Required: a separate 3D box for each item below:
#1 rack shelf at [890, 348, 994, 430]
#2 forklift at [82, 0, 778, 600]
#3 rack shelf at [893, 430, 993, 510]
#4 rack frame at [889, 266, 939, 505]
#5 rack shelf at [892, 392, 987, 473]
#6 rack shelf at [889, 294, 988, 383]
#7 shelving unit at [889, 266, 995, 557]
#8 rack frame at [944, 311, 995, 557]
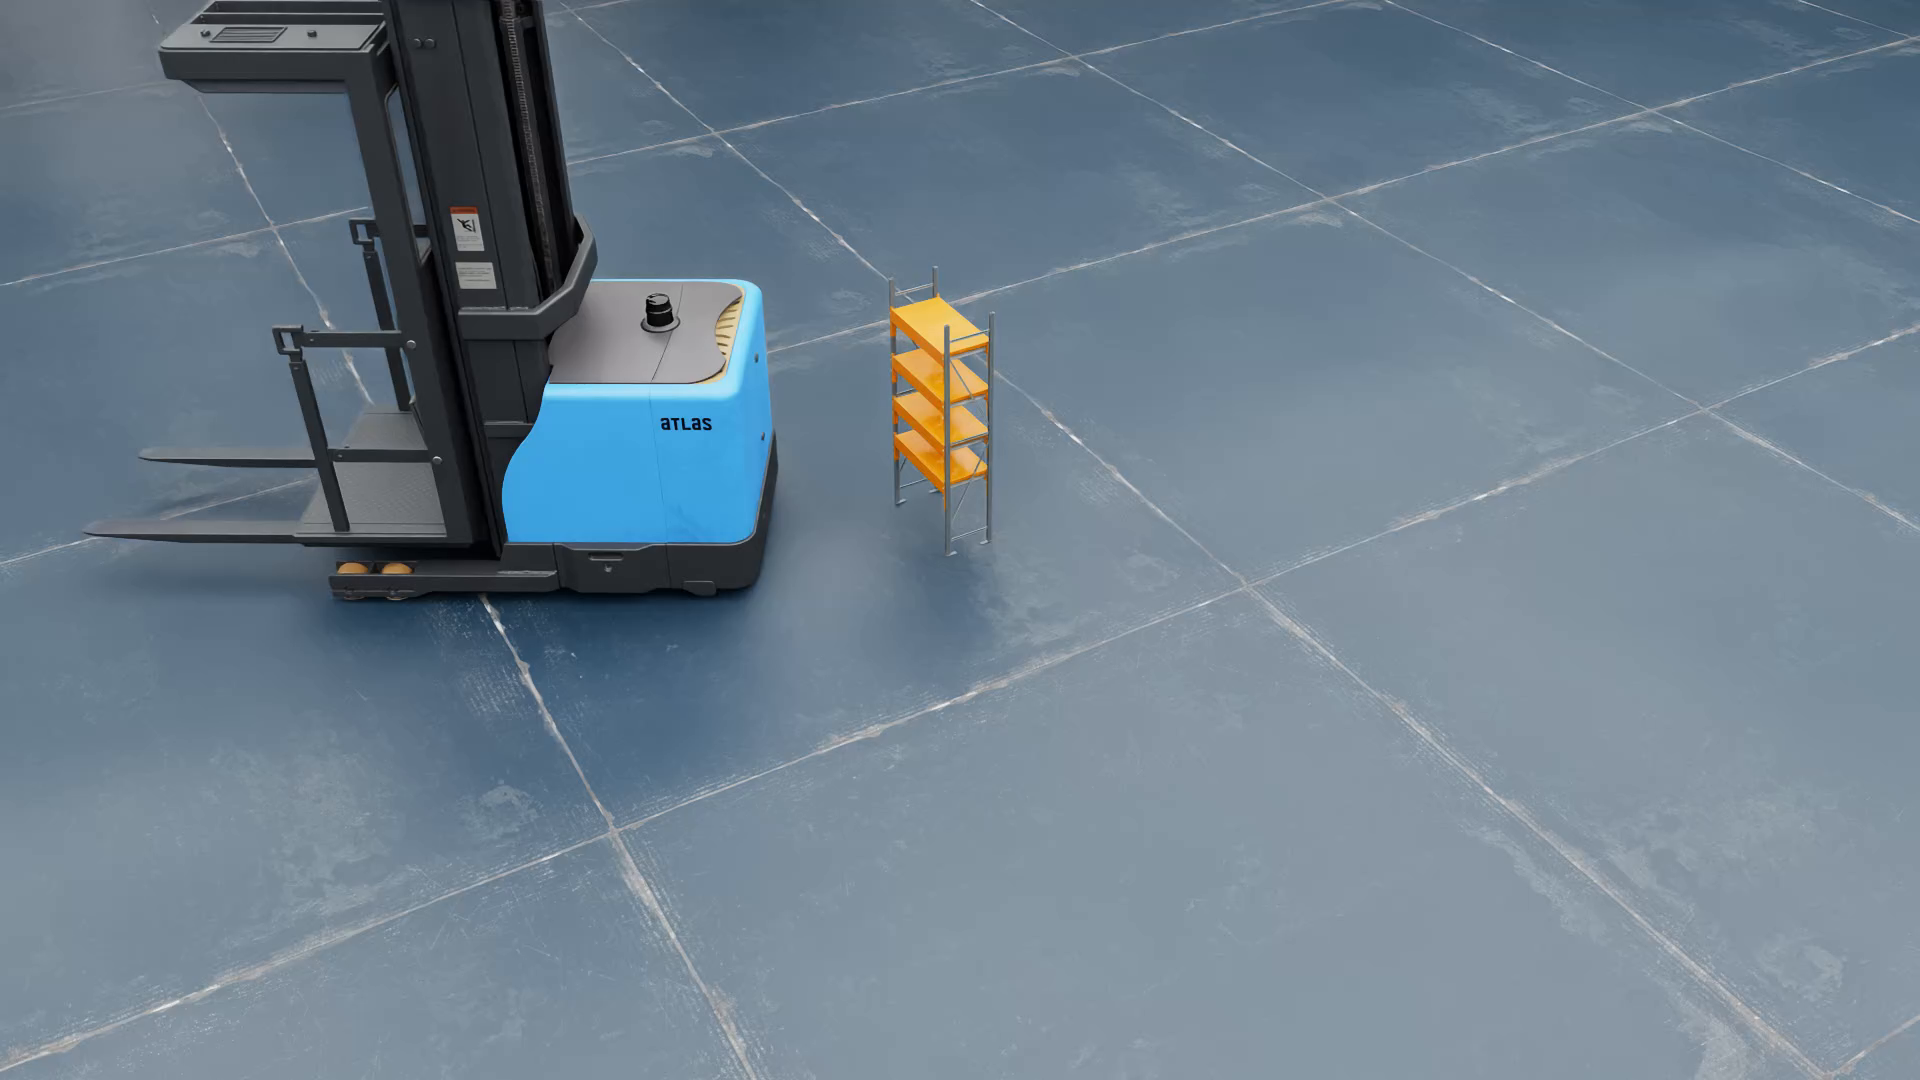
[{"bbox_3d":[-0.083,-0.695,7.419,0.258,0.148,0.480,-19,40,-24],"label":"rack shelf"},{"bbox_3d":[-2.404,-1.228,6.946,3.031,2.935,1.130,0,36,0],"label":"forklift"},{"bbox_3d":[-0.083,-0.354,7.668,0.258,0.148,0.480,-19,40,-24],"label":"rack shelf"},{"bbox_3d":[-0.206,-0.693,7.682,0.240,1.200,0.015,-19,40,-24],"label":"rack frame"},{"bbox_3d":[-0.083,-0.515,7.551,0.258,0.148,0.480,-19,40,-24],"label":"rack shelf"},{"bbox_3d":[-0.083,-0.886,7.280,0.258,0.148,0.480,-19,40,-24],"label":"rack shelf"},{"bbox_3d":[-0.083,-0.569,7.512,0.258,1.200,0.503,-19,40,-24],"label":"shelving unit"},{"bbox_3d":[0.039,-0.445,7.341,0.240,1.200,0.015,-19,40,-24],"label":"rack frame"}]
